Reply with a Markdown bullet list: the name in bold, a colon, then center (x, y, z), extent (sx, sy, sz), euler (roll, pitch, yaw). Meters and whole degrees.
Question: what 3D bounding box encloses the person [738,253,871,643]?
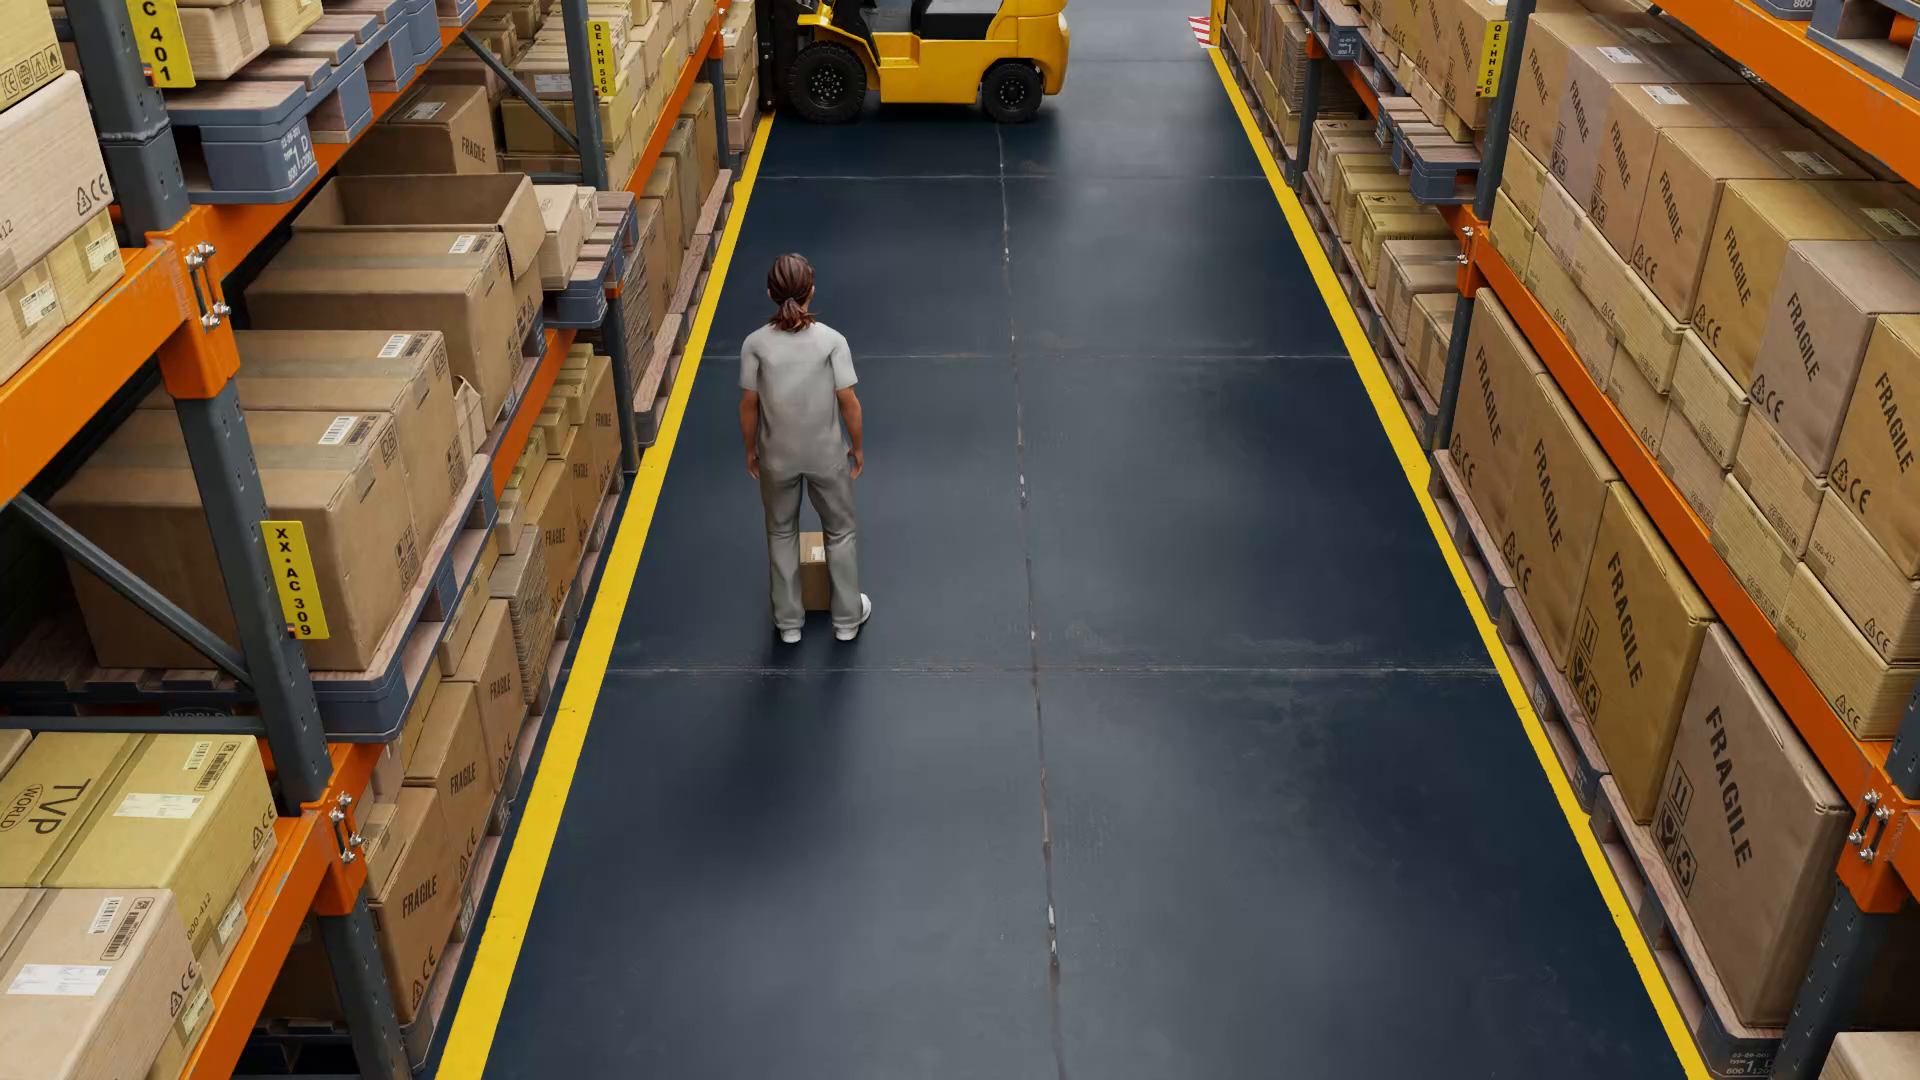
- **person**: center (-0.628, -0.339, 6.686), extent (0.486, 1.672, 0.363), euler (-1, 32, -1)
